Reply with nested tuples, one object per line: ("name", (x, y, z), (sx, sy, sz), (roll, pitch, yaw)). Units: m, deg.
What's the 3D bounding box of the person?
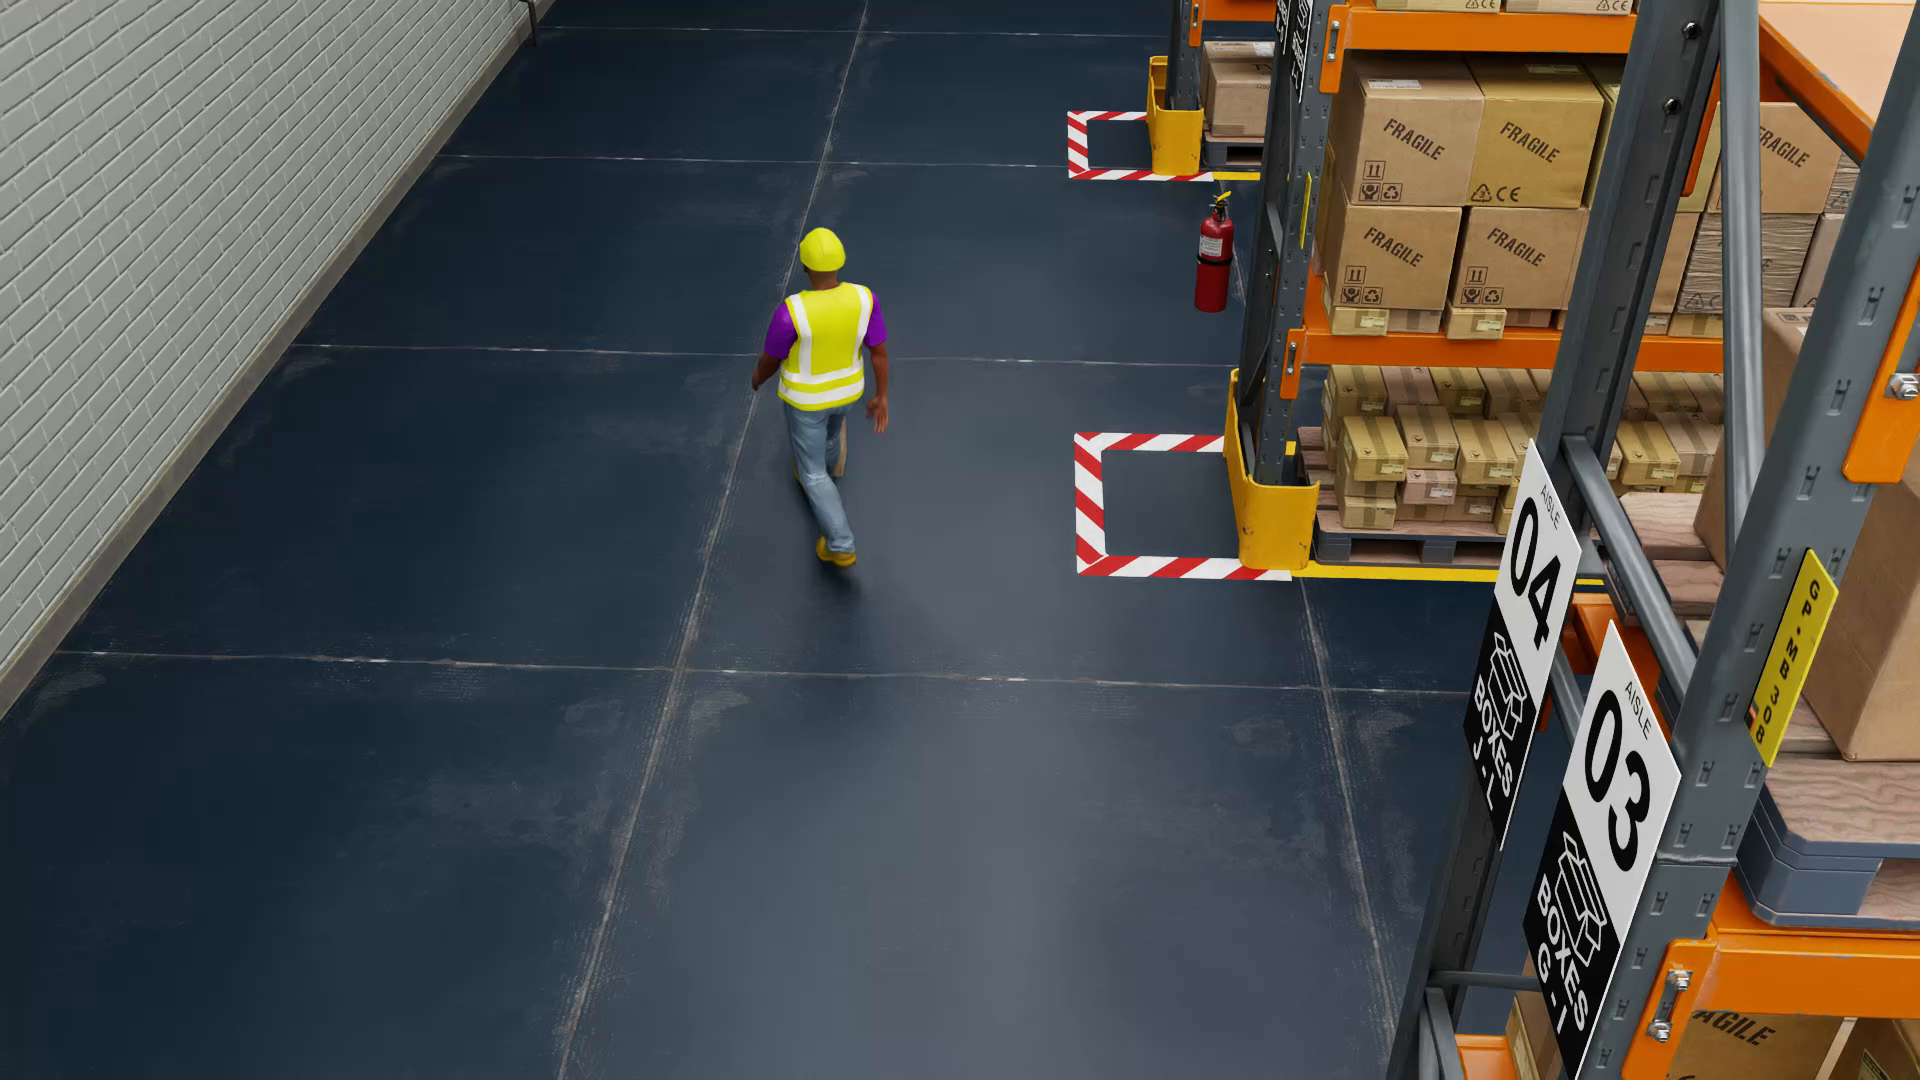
("person", (-0.700, -0.759, 8.176), (0.581, 1.725, 1.012), (-19, 40, -25))
